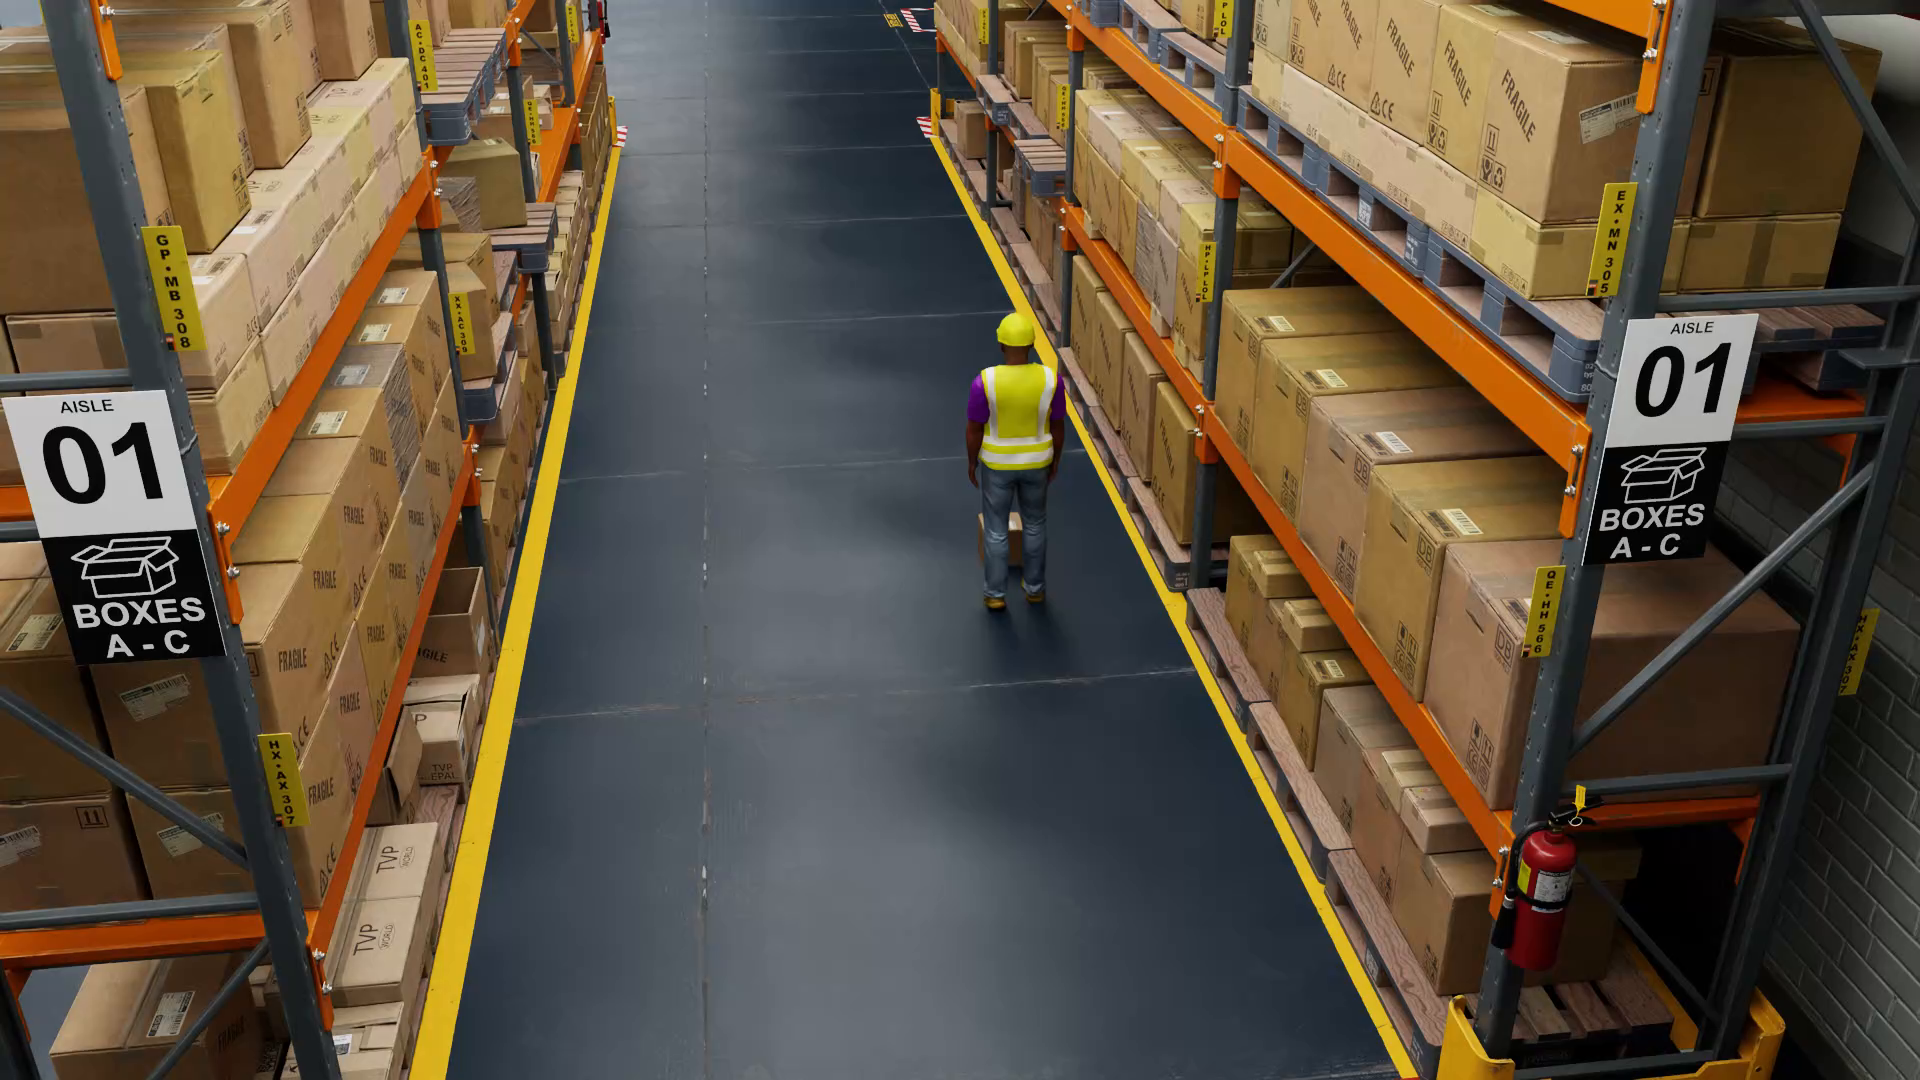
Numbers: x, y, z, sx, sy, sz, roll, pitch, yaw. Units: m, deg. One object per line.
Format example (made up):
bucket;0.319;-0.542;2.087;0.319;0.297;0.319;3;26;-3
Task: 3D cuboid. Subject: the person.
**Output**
person;0.308;-0.434;9.501;0.563;1.811;0.378;-3;27;-6
